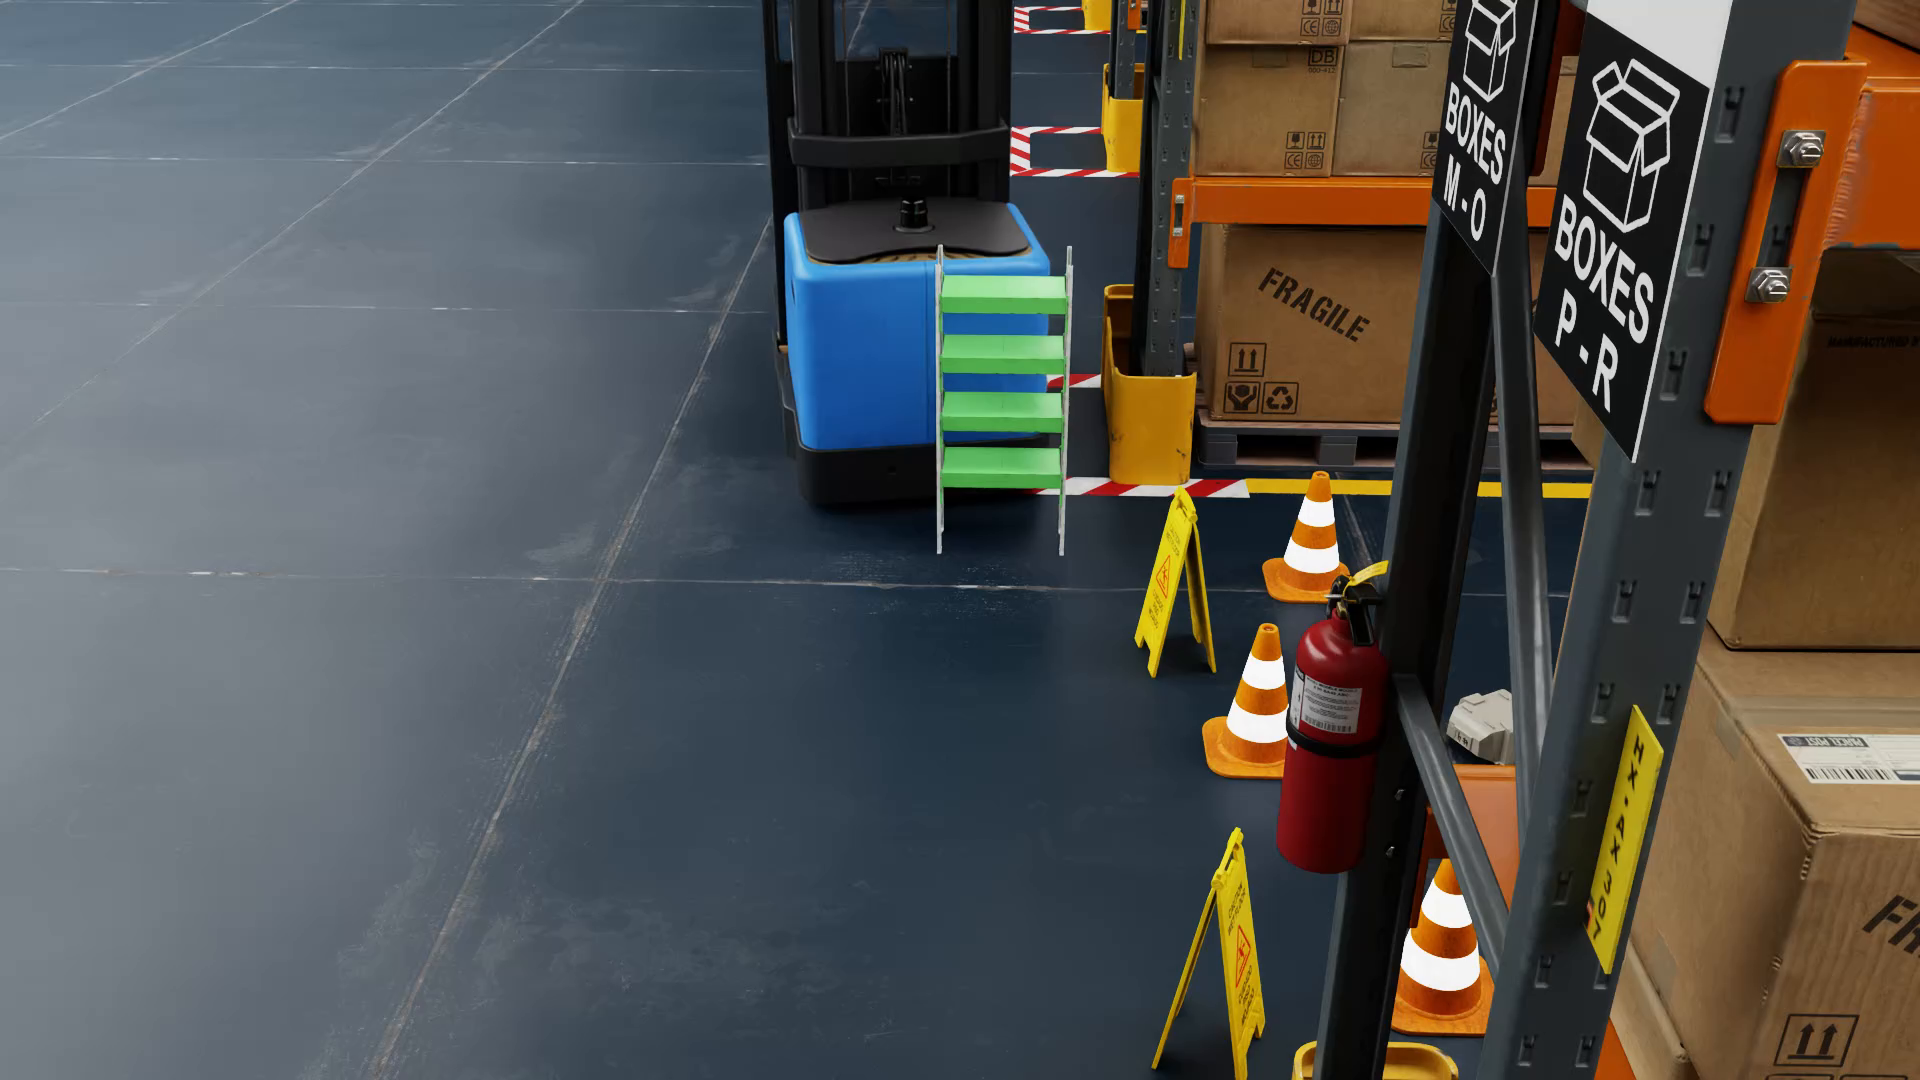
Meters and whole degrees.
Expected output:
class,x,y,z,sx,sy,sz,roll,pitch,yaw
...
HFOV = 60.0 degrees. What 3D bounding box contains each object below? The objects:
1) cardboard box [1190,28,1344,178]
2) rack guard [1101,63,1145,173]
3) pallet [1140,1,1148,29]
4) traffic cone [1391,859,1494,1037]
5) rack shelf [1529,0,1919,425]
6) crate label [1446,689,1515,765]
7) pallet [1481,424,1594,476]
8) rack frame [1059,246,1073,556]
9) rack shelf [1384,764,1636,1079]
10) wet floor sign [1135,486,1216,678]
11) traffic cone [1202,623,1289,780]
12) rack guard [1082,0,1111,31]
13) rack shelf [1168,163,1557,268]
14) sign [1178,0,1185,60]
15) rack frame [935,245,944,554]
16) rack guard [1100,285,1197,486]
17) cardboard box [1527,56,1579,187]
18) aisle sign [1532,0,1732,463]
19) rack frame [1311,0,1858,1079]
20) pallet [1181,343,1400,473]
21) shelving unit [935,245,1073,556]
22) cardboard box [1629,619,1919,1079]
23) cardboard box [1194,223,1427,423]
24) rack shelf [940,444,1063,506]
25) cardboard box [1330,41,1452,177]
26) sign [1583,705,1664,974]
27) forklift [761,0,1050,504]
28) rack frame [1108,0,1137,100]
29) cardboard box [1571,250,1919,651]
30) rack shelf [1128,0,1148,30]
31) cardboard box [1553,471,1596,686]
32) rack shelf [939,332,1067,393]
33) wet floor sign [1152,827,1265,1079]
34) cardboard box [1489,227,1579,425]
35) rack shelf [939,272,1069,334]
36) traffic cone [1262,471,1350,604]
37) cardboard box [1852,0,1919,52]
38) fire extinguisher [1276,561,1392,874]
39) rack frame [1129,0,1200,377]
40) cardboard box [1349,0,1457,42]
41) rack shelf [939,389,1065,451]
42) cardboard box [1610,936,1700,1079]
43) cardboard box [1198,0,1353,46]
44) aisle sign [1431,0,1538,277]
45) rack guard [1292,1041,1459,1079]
class,x,y,z,sx,sy,sz,roll,pitch,yaw
cardboard box,1.242,-1.917,7.004,0.550,0.550,0.875,1,28,2
rack guard,1.221,-3.050,11.971,0.348,0.500,1.175,1,28,2
pallet,2.209,-5.247,16.423,1.213,0.211,1.003,1,28,2
traffic cone,1.271,1.007,4.357,0.334,0.463,0.336,1,28,2
rack shelf,2.794,-0.492,2.041,4.000,0.370,1.077,1,28,2
crate label,1.758,0.609,5.454,0.298,0.136,0.250,-14,31,-24
pallet,2.887,-0.606,7.668,1.213,0.211,1.003,1,28,2
rack frame,0.409,-0.523,6.456,0.015,1.200,0.240,1,28,2
rack shelf,2.794,0.833,2.743,4.000,0.370,1.077,1,28,2
wet floor sign,0.770,0.130,5.815,0.232,0.644,0.267,-4,28,-7
traffic cone,0.970,0.481,5.348,0.334,0.463,0.336,1,28,2
rack guard,1.398,-5.391,16.386,0.348,0.500,1.175,1,28,2
rack shelf,2.868,-1.485,7.117,4.000,0.370,1.077,1,28,2
sign,0.844,-1.994,6.300,0.005,0.325,0.100,1,28,2
rack frame,-0.078,-0.531,6.471,0.015,1.200,0.240,1,28,2
rack guard,0.845,-0.732,7.597,0.348,0.500,1.175,1,28,2
cardboard box,2.347,-1.851,6.878,0.550,0.550,0.875,1,28,2
aisle sign,0.723,-0.522,1.757,0.004,0.787,0.394,1,28,2
rack frame,0.795,0.484,2.634,0.053,2.616,0.949,1,28,2
pallet,1.671,-0.627,7.708,1.213,0.211,1.003,1,28,2
shelving unit,0.165,-0.527,6.464,0.503,1.200,0.258,1,28,2
cardboard box,1.259,0.445,2.284,0.500,0.500,0.500,1,28,1
cardboard box,1.549,-1.103,7.448,0.875,0.875,0.875,1,28,2
rack shelf,0.165,-0.259,6.606,0.480,0.148,0.258,1,28,2
cardboard box,1.792,-1.919,7.007,0.550,0.550,0.875,1,28,2
sign,0.777,0.354,1.955,0.005,0.325,0.100,1,28,2
forklift,-0.354,-2.111,7.603,1.130,2.935,3.031,-4,28,-8
rack frame,1.145,-4.156,11.388,0.127,3.000,1.000,1,28,2
cardboard box,1.314,-0.229,2.487,0.500,0.500,0.700,0,28,1
rack shelf,3.144,-3.805,11.494,4.000,0.370,1.077,1,28,2
cardboard box,1.348,0.187,2.770,0.500,0.500,0.500,0,28,1
rack shelf,0.165,-0.683,6.381,0.480,0.148,0.258,1,28,2
wet floor sign,0.643,1.019,4.139,0.232,0.644,0.267,11,30,19
cardboard box,2.429,-1.089,7.422,0.875,0.875,0.875,1,28,1
rack shelf,0.165,-0.895,6.269,0.480,0.148,0.258,1,28,2
traffic cone,1.350,-0.042,6.335,0.334,0.463,0.336,1,28,2
cardboard box,1.116,-0.574,1.696,0.250,0.149,0.380,1,28,2
fire extinguisher,0.697,0.299,3.066,0.183,0.674,0.296,1,28,2
rack frame,0.869,-1.836,7.011,0.127,3.000,1.000,1,28,2
cardboard box,1.792,-2.389,6.742,0.550,0.550,0.875,1,28,2
rack shelf,0.165,-0.471,6.494,0.480,0.148,0.258,1,28,2
cardboard box,1.128,0.696,2.503,0.250,0.149,0.380,1,28,2
cardboard box,1.239,-2.355,6.677,0.550,0.550,0.875,1,28,2
aisle sign,0.744,-0.803,2.286,0.004,0.787,0.394,1,28,2
rack guard,0.871,1.588,3.220,0.348,0.500,1.175,1,28,2
